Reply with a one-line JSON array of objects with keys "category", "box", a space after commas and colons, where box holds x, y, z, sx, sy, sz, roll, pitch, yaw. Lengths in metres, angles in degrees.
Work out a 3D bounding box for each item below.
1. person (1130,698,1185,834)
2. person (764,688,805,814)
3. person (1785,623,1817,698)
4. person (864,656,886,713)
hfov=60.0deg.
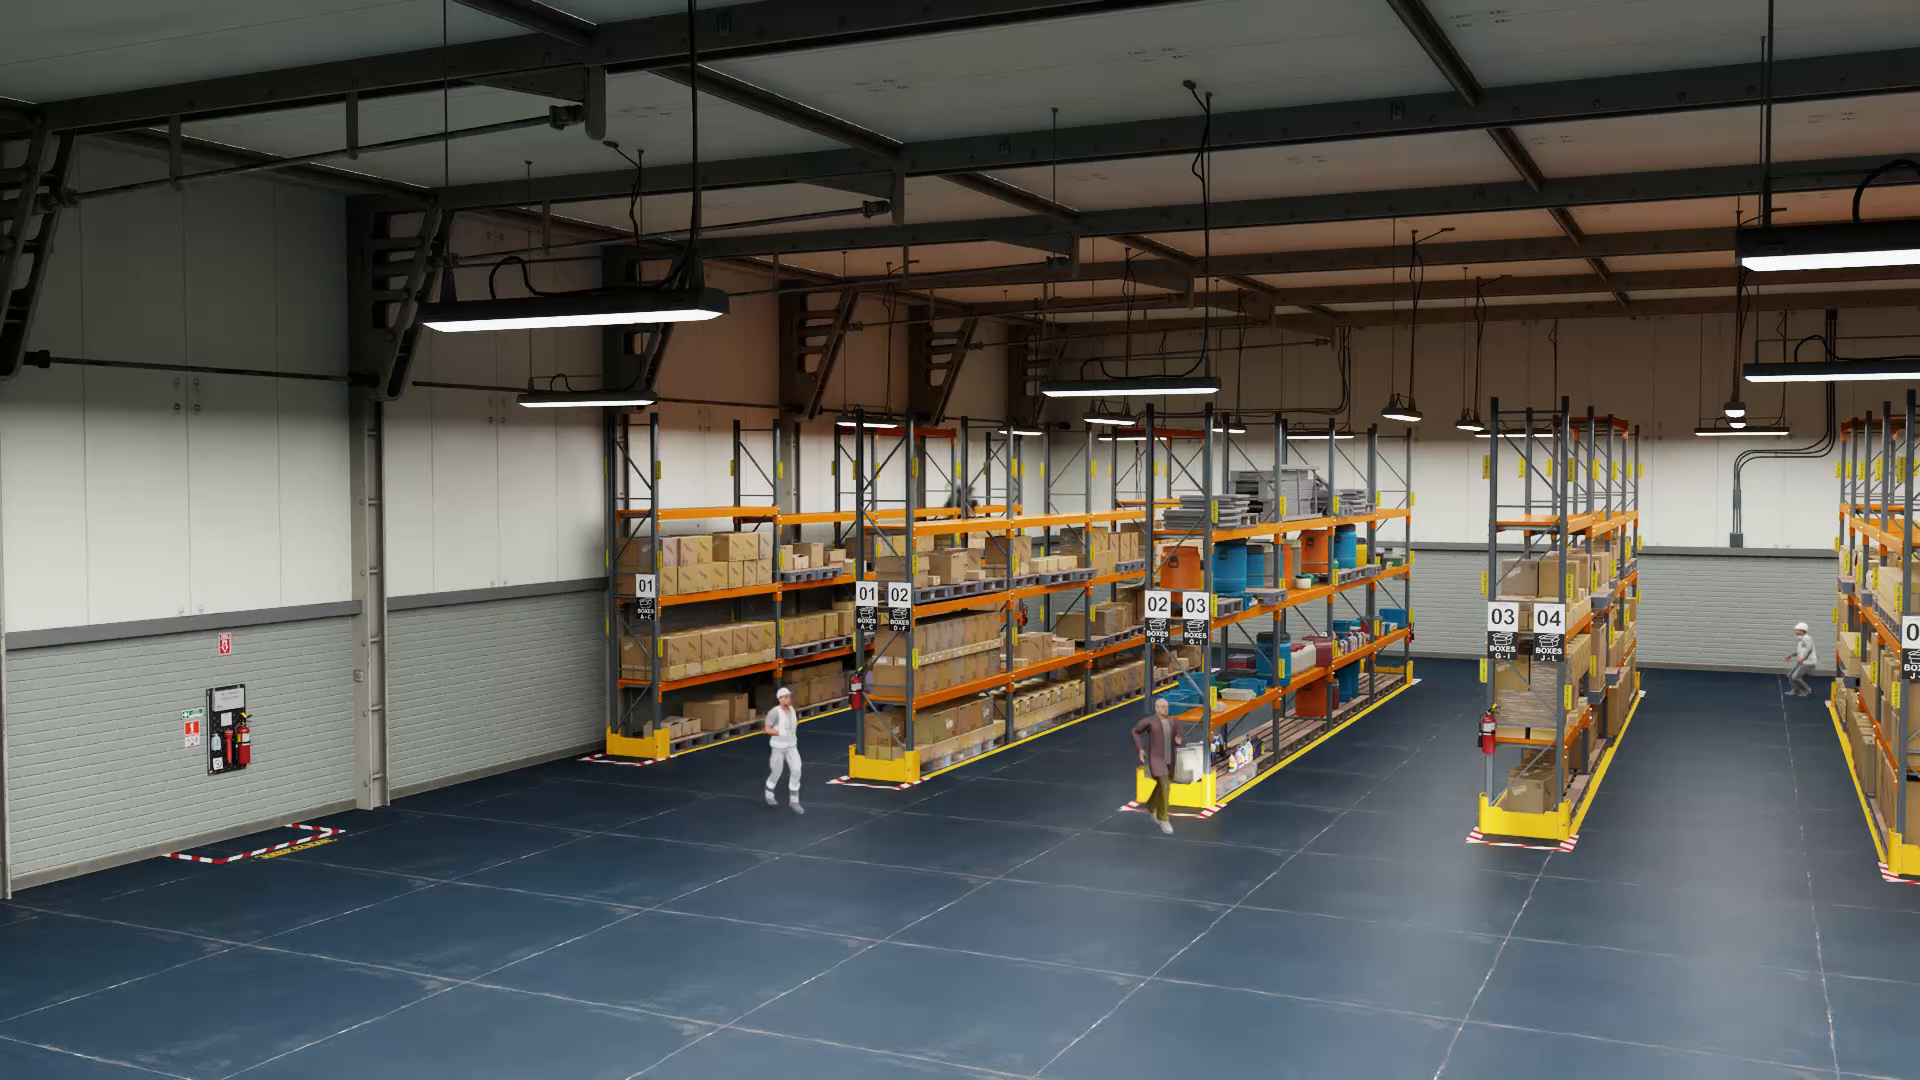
[{"category": "person", "box": [2.801, 3.125, 23.216, 0.672, 1.833, 0.862, -1, 3, -31]}, {"category": "person", "box": [-2.621, 3.076, 24.425, 0.633, 1.826, 0.804, -2, 3, -39]}, {"category": "person", "box": [18.478, 2.647, 36.512, 0.508, 1.667, 0.889, 0, 2, 11]}, {"category": "person", "box": [-1.537, 2.913, 30.362, 0.641, 1.598, 0.721, 1, 3, 28]}]
